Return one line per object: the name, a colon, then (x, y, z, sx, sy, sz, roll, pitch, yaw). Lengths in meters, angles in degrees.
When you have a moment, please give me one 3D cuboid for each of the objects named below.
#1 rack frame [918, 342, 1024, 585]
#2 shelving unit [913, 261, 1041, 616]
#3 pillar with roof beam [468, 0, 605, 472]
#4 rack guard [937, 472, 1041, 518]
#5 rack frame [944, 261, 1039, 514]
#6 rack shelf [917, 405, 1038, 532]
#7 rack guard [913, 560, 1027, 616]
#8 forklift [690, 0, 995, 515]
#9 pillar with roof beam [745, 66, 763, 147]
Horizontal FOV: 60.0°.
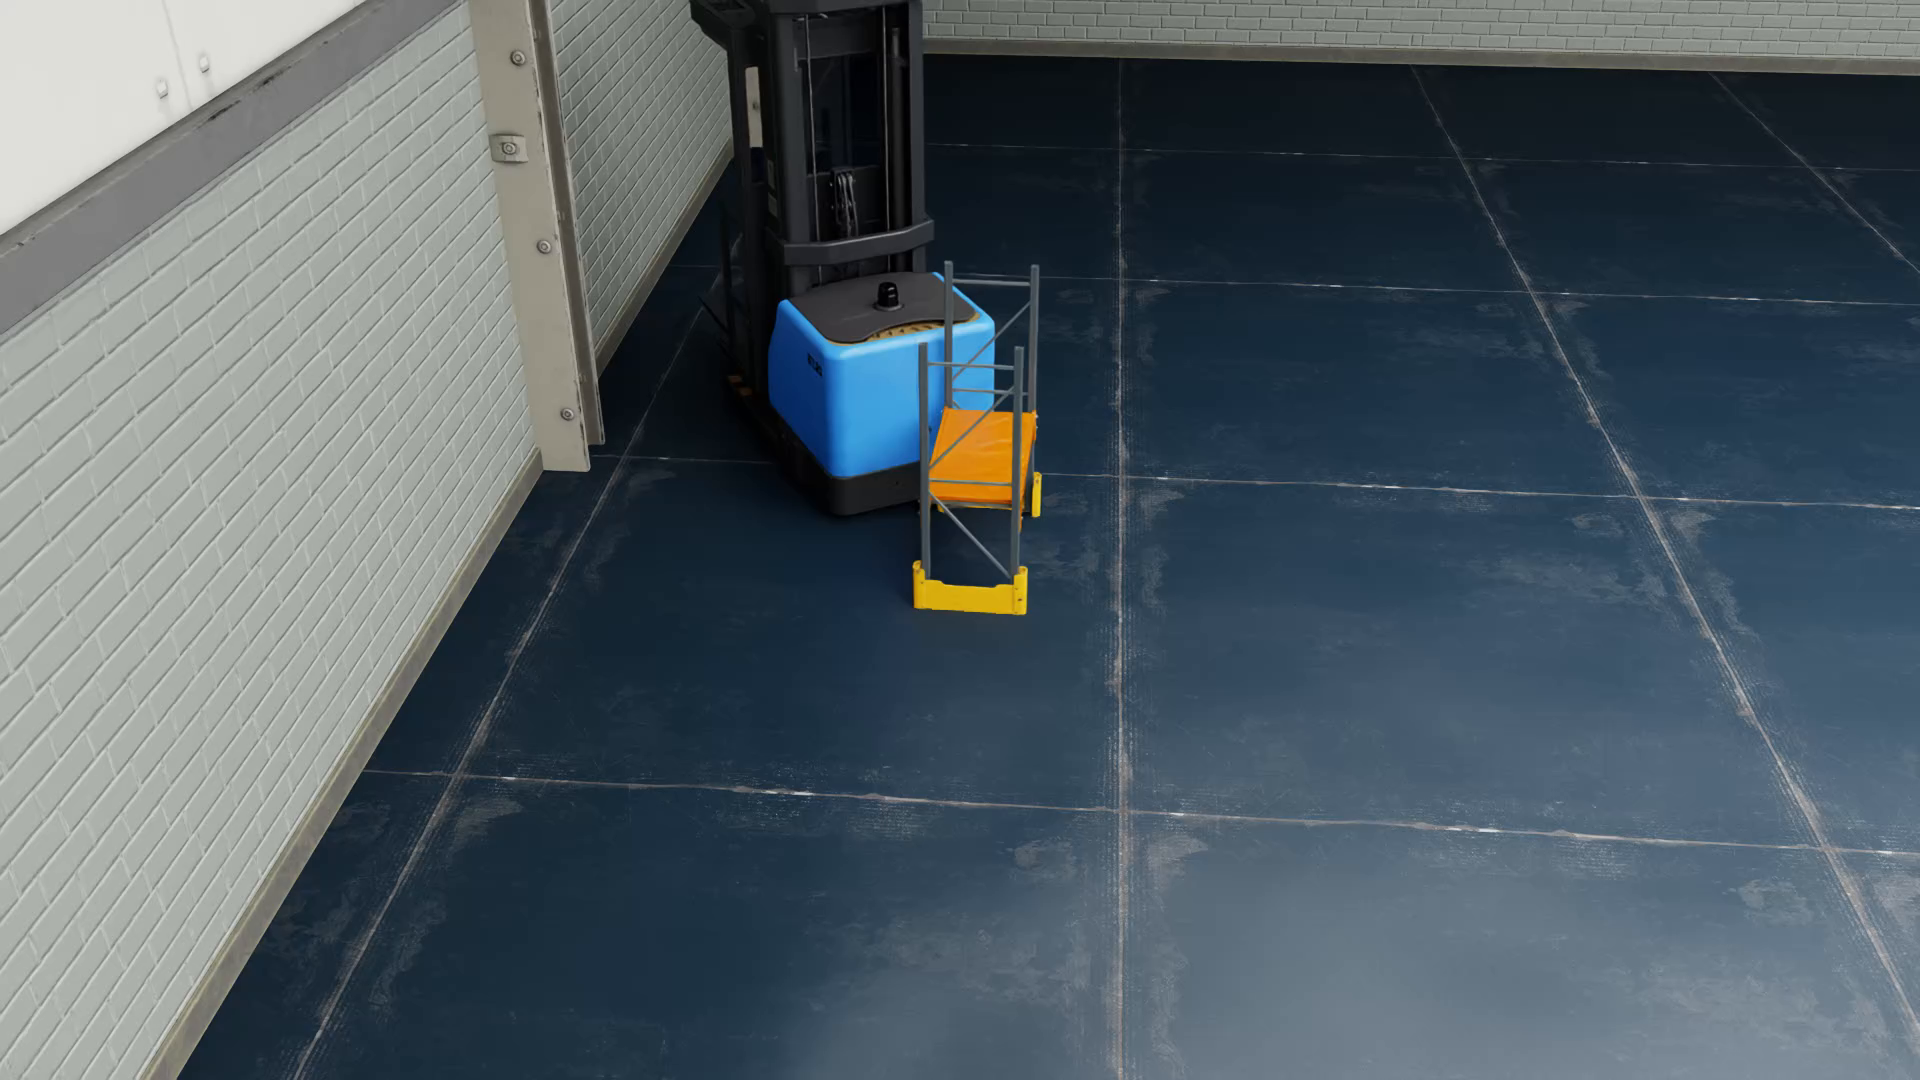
rack frame: (0.052, -0.282, 8.279, 0.500, 1.500, 0.032, 3, 32, 6)
shelving unit: (0.108, -0.543, 8.701, 0.587, 1.500, 1.083, 3, 32, 6)
pillar with roof beam: (1.937, -4.165, 7.430, 9.100, 9.000, 0.400, 2, 32, 4)
rack guard: (0.164, -0.270, 9.450, 0.587, 0.250, 0.087, 3, 32, 6)
rack frame: (0.166, -0.812, 9.139, 0.500, 1.500, 0.032, 3, 32, 6)
rack shelf: (0.109, -0.394, 8.803, 0.538, 0.185, 1.000, 3, 32, 6)
rack guard: (0.052, 0.249, 8.608, 0.587, 0.250, 0.087, 3, 32, 6)
forklift: (-0.876, -2.141, 9.930, 1.130, 2.935, 3.031, -14, 34, -21)
pillar with roof beam: (2.426, -7.302, 12.521, 9.100, 9.000, 0.400, 2, 32, 4)
